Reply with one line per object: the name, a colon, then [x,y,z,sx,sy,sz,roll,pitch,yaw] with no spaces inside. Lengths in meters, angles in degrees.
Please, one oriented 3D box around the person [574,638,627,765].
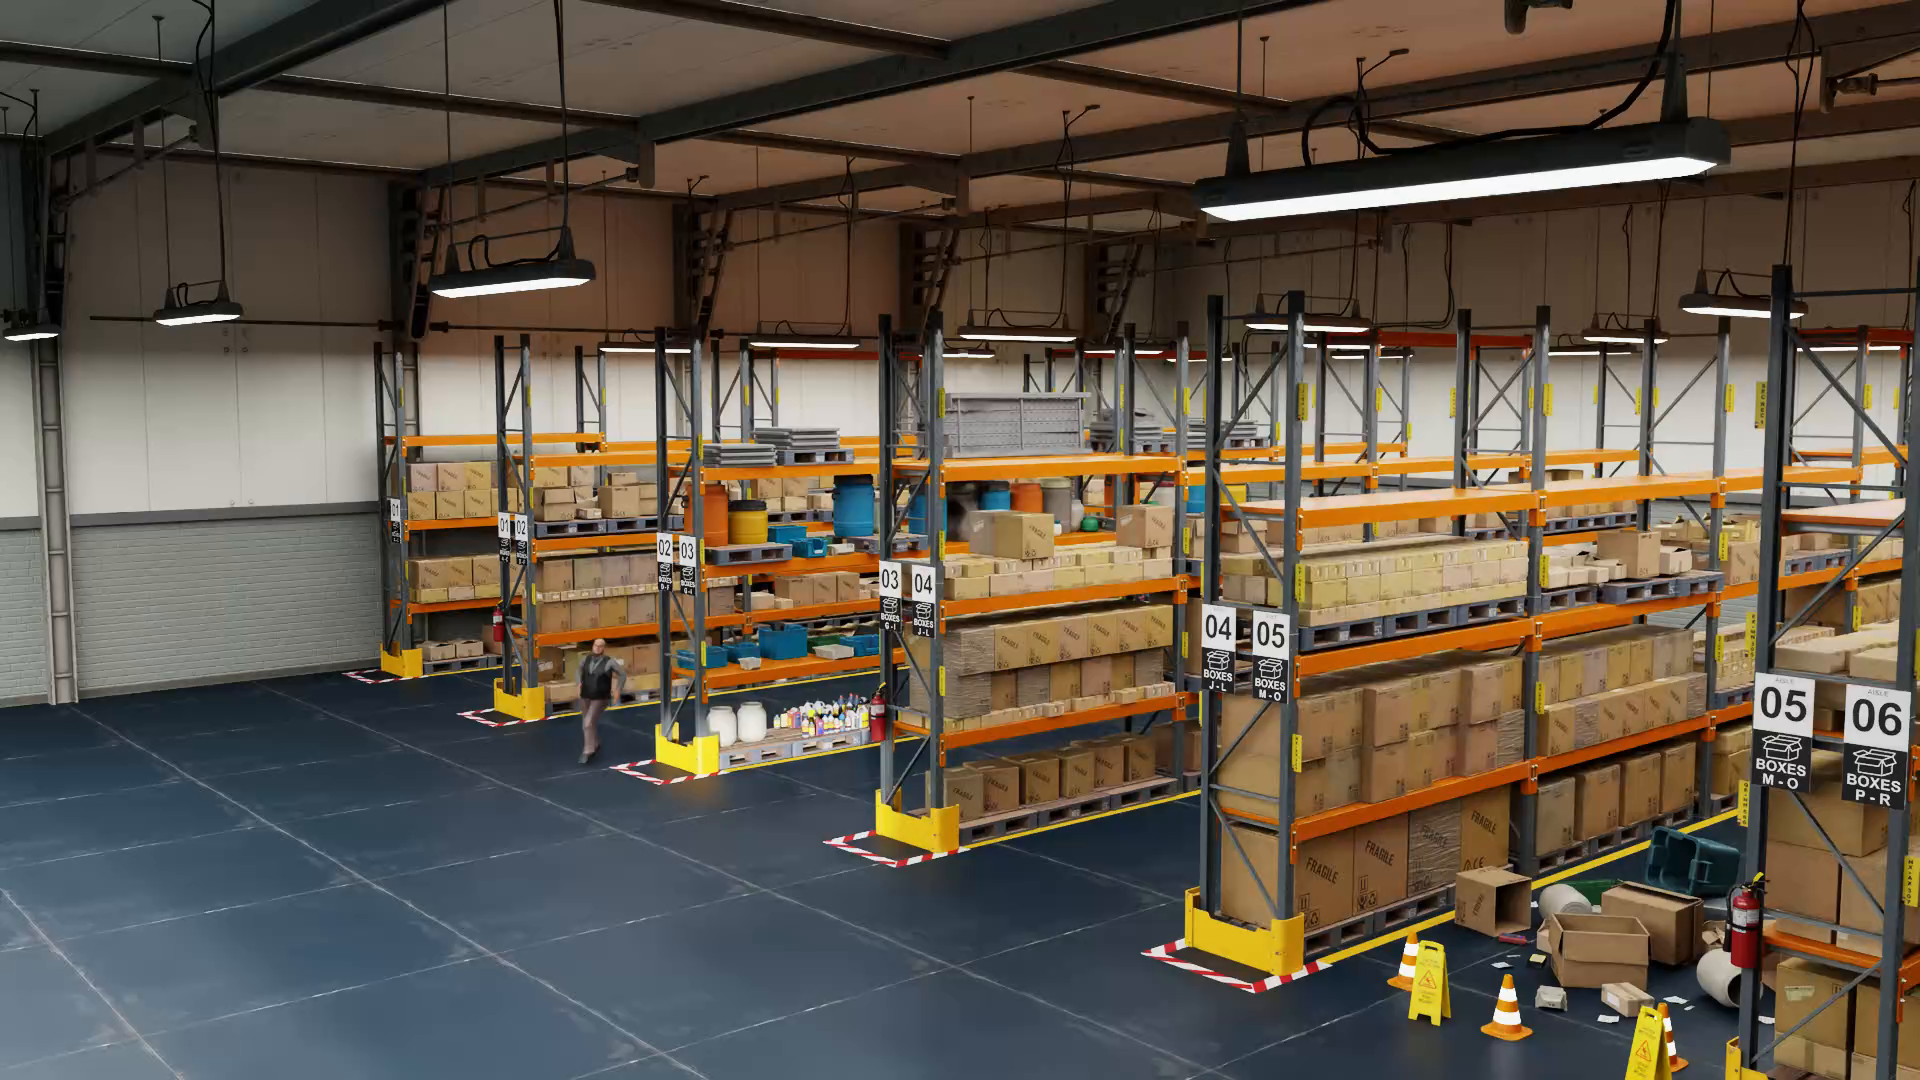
person: [-5.016,2.231,23.025,0.717,1.756,0.661,2,6,22]
